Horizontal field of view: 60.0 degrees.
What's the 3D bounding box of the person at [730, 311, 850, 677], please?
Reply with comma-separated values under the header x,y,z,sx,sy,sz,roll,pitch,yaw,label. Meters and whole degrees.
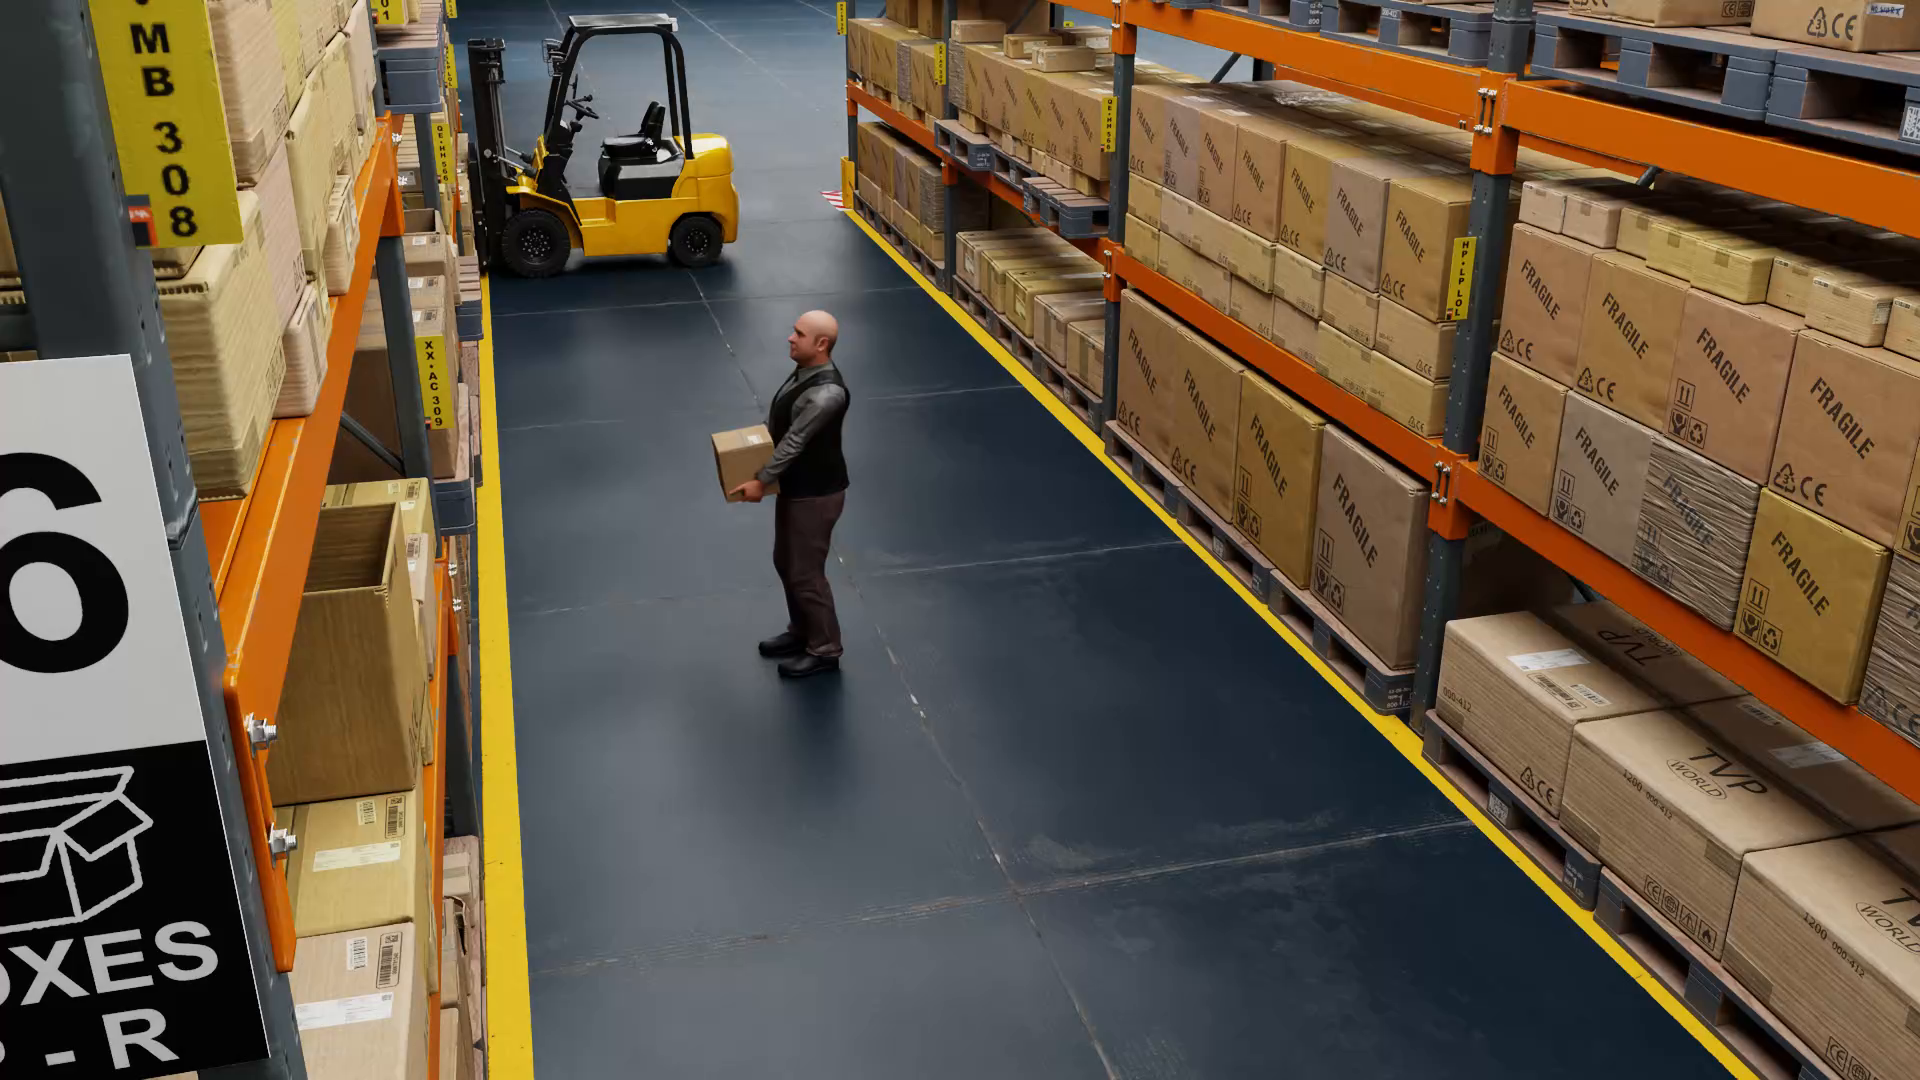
x,y,z,sx,sy,sz,roll,pitch,yaw,label
-0.787,-0.207,7.631,0.560,1.711,0.494,-6,23,-14,person
